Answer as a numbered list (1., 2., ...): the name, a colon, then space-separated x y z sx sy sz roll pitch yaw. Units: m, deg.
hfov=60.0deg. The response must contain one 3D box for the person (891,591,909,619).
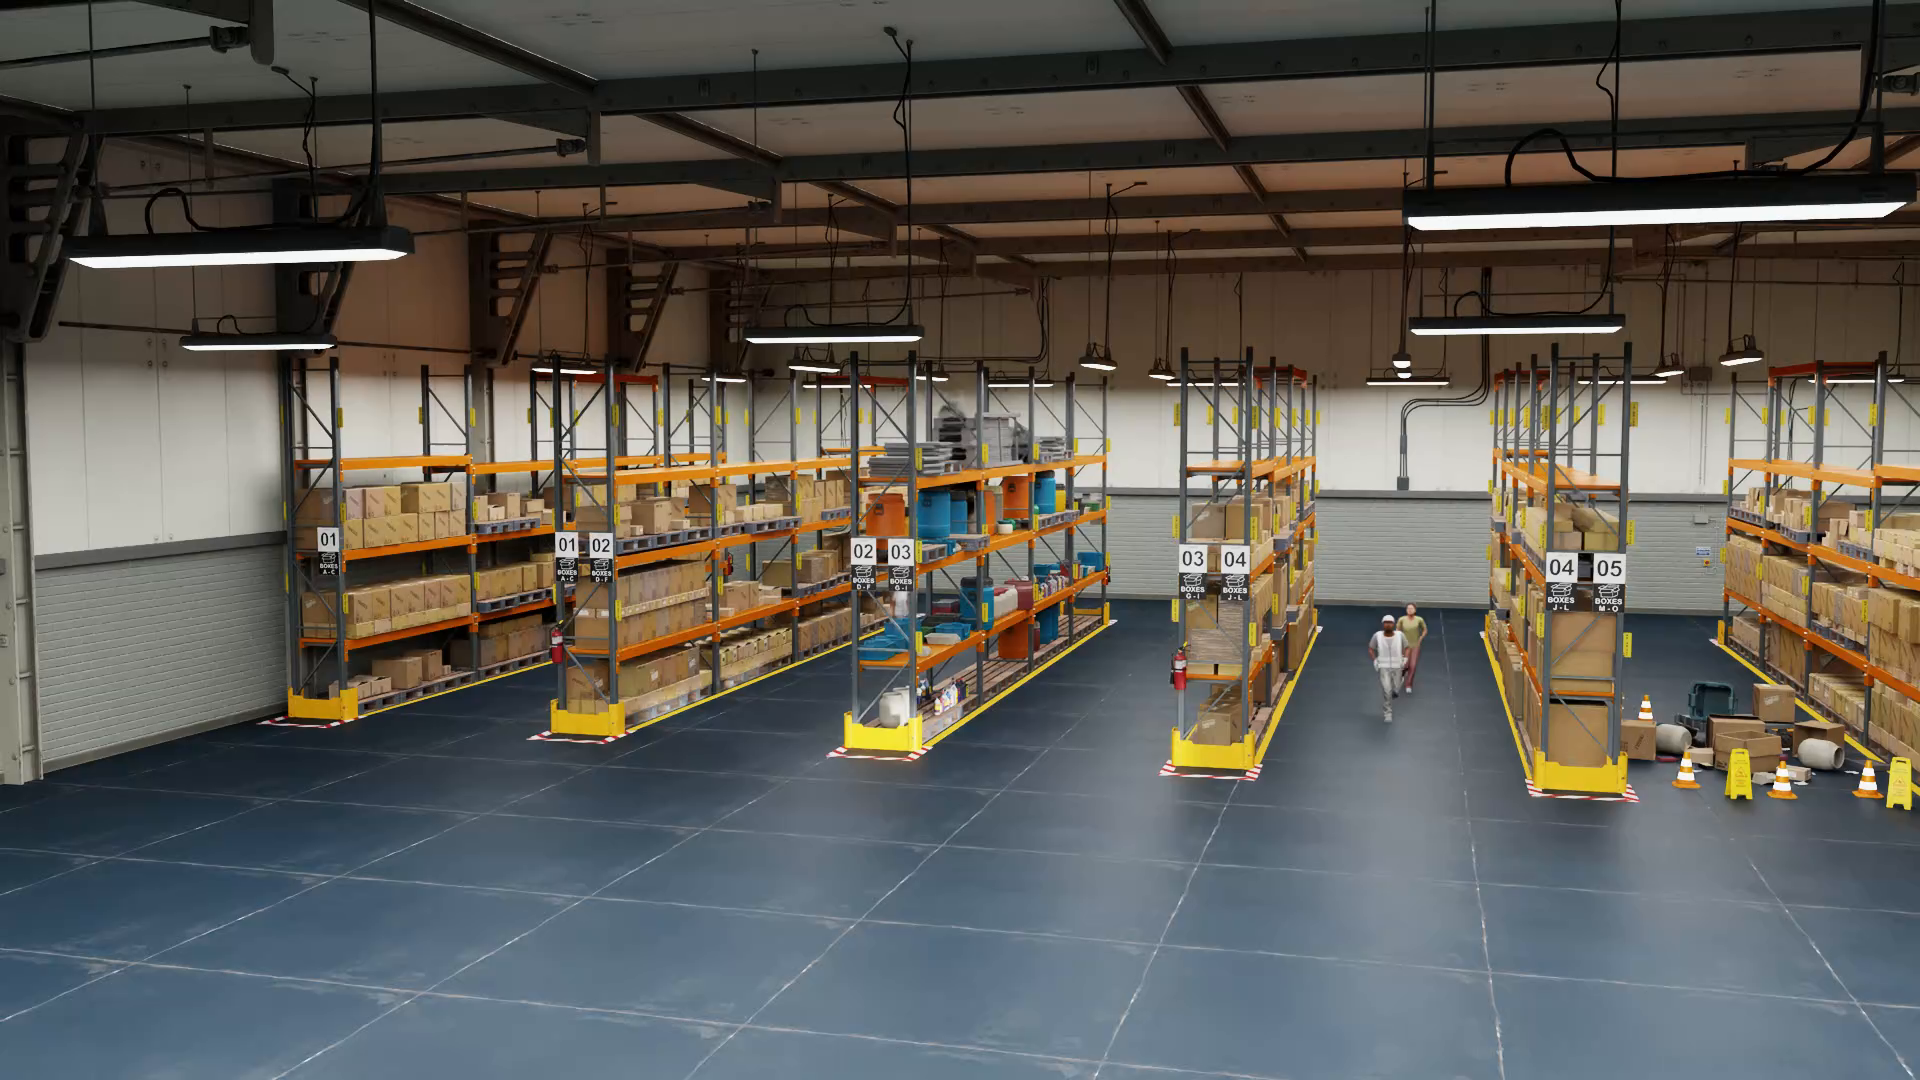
1. person: -1.190 1.586 35.239 0.571 1.659 0.665 0 4 5

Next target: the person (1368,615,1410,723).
1. person: 7.109 2.115 27.549 0.675 1.757 0.656 1 4 8

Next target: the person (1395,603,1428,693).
1. person: 8.266 1.959 30.462 0.574 1.639 0.584 1 4 13
